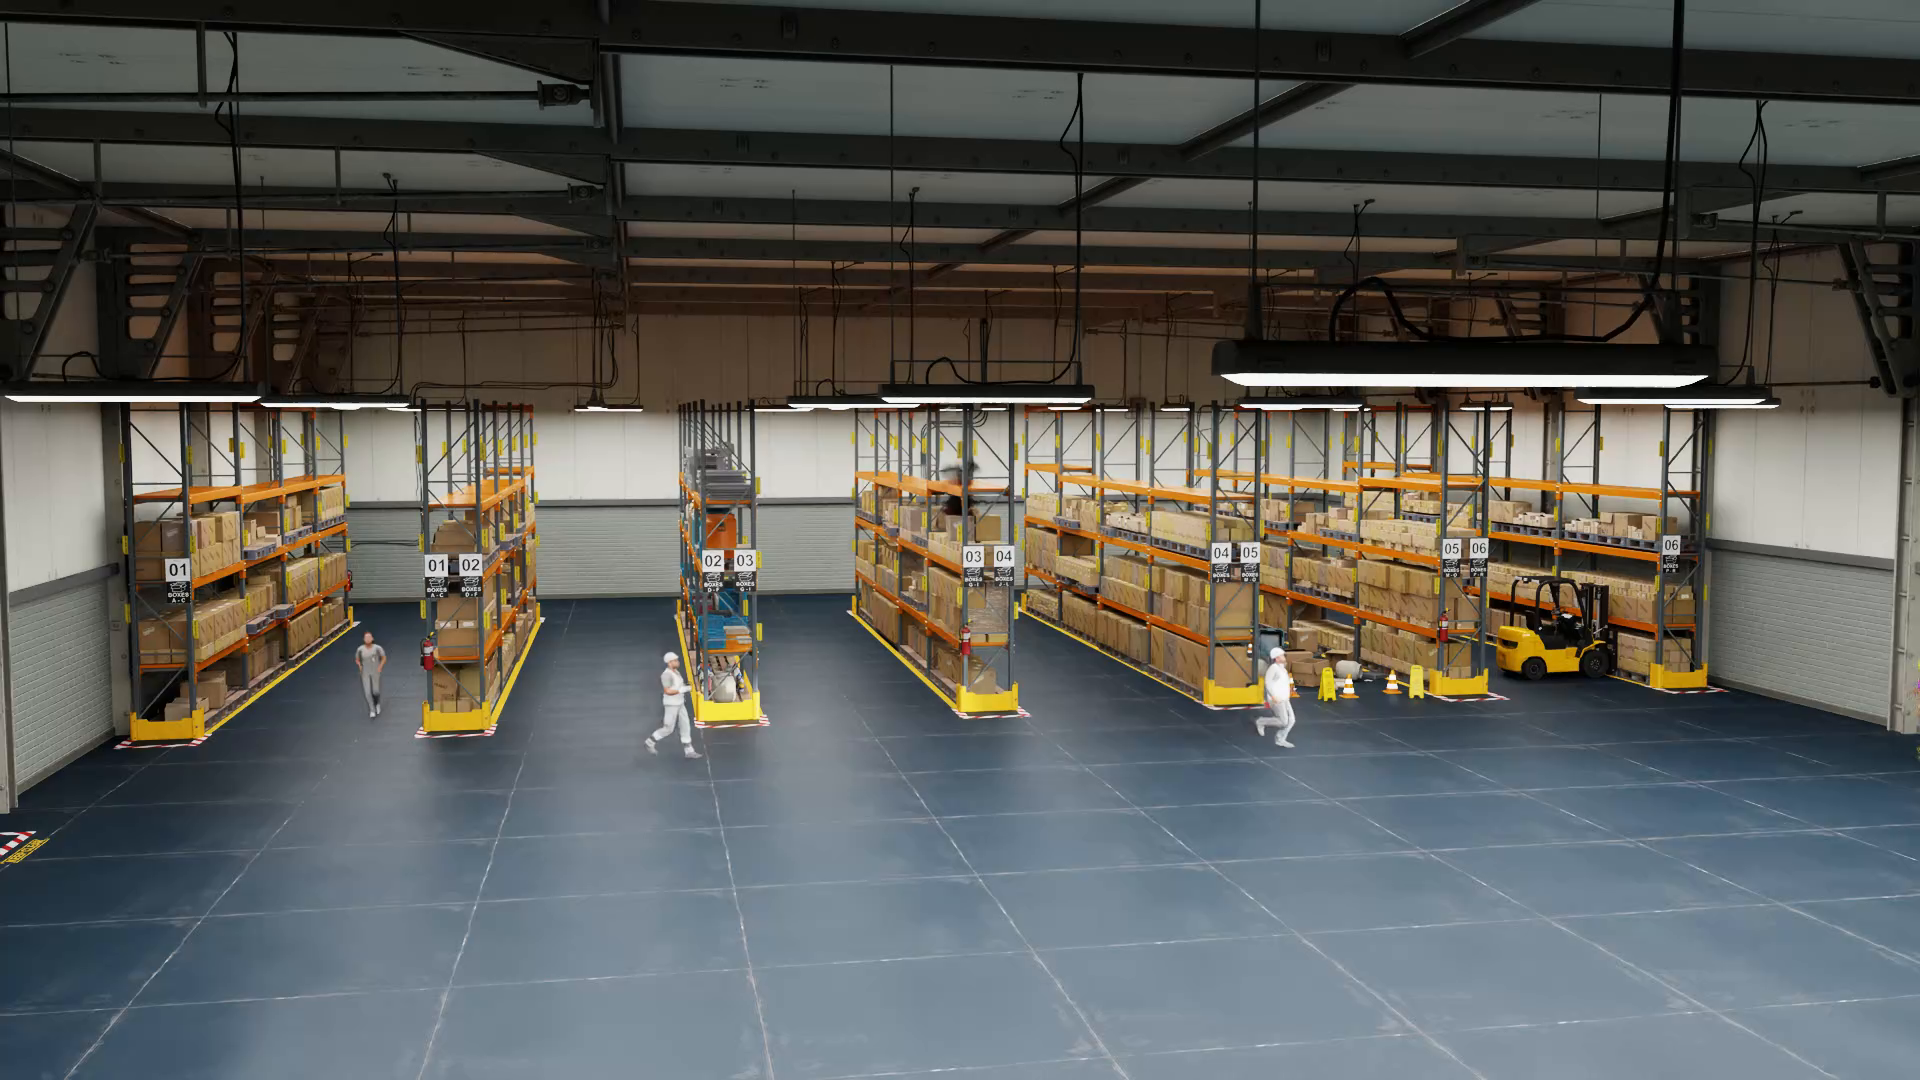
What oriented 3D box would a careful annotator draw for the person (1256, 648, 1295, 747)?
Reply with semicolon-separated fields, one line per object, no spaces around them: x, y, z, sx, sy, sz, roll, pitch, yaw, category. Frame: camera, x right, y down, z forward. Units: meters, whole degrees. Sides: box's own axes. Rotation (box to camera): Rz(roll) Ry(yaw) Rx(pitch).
5.458;2.706;28.695;0.627;1.708;0.662;3;5;30;person

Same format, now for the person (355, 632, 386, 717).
-11.118;2.540;31.346;0.539;1.618;0.541;-1;4;-12;person

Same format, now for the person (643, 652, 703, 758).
-4.735;2.736;27.497;0.970;1.766;0.662;1;4;11;person
